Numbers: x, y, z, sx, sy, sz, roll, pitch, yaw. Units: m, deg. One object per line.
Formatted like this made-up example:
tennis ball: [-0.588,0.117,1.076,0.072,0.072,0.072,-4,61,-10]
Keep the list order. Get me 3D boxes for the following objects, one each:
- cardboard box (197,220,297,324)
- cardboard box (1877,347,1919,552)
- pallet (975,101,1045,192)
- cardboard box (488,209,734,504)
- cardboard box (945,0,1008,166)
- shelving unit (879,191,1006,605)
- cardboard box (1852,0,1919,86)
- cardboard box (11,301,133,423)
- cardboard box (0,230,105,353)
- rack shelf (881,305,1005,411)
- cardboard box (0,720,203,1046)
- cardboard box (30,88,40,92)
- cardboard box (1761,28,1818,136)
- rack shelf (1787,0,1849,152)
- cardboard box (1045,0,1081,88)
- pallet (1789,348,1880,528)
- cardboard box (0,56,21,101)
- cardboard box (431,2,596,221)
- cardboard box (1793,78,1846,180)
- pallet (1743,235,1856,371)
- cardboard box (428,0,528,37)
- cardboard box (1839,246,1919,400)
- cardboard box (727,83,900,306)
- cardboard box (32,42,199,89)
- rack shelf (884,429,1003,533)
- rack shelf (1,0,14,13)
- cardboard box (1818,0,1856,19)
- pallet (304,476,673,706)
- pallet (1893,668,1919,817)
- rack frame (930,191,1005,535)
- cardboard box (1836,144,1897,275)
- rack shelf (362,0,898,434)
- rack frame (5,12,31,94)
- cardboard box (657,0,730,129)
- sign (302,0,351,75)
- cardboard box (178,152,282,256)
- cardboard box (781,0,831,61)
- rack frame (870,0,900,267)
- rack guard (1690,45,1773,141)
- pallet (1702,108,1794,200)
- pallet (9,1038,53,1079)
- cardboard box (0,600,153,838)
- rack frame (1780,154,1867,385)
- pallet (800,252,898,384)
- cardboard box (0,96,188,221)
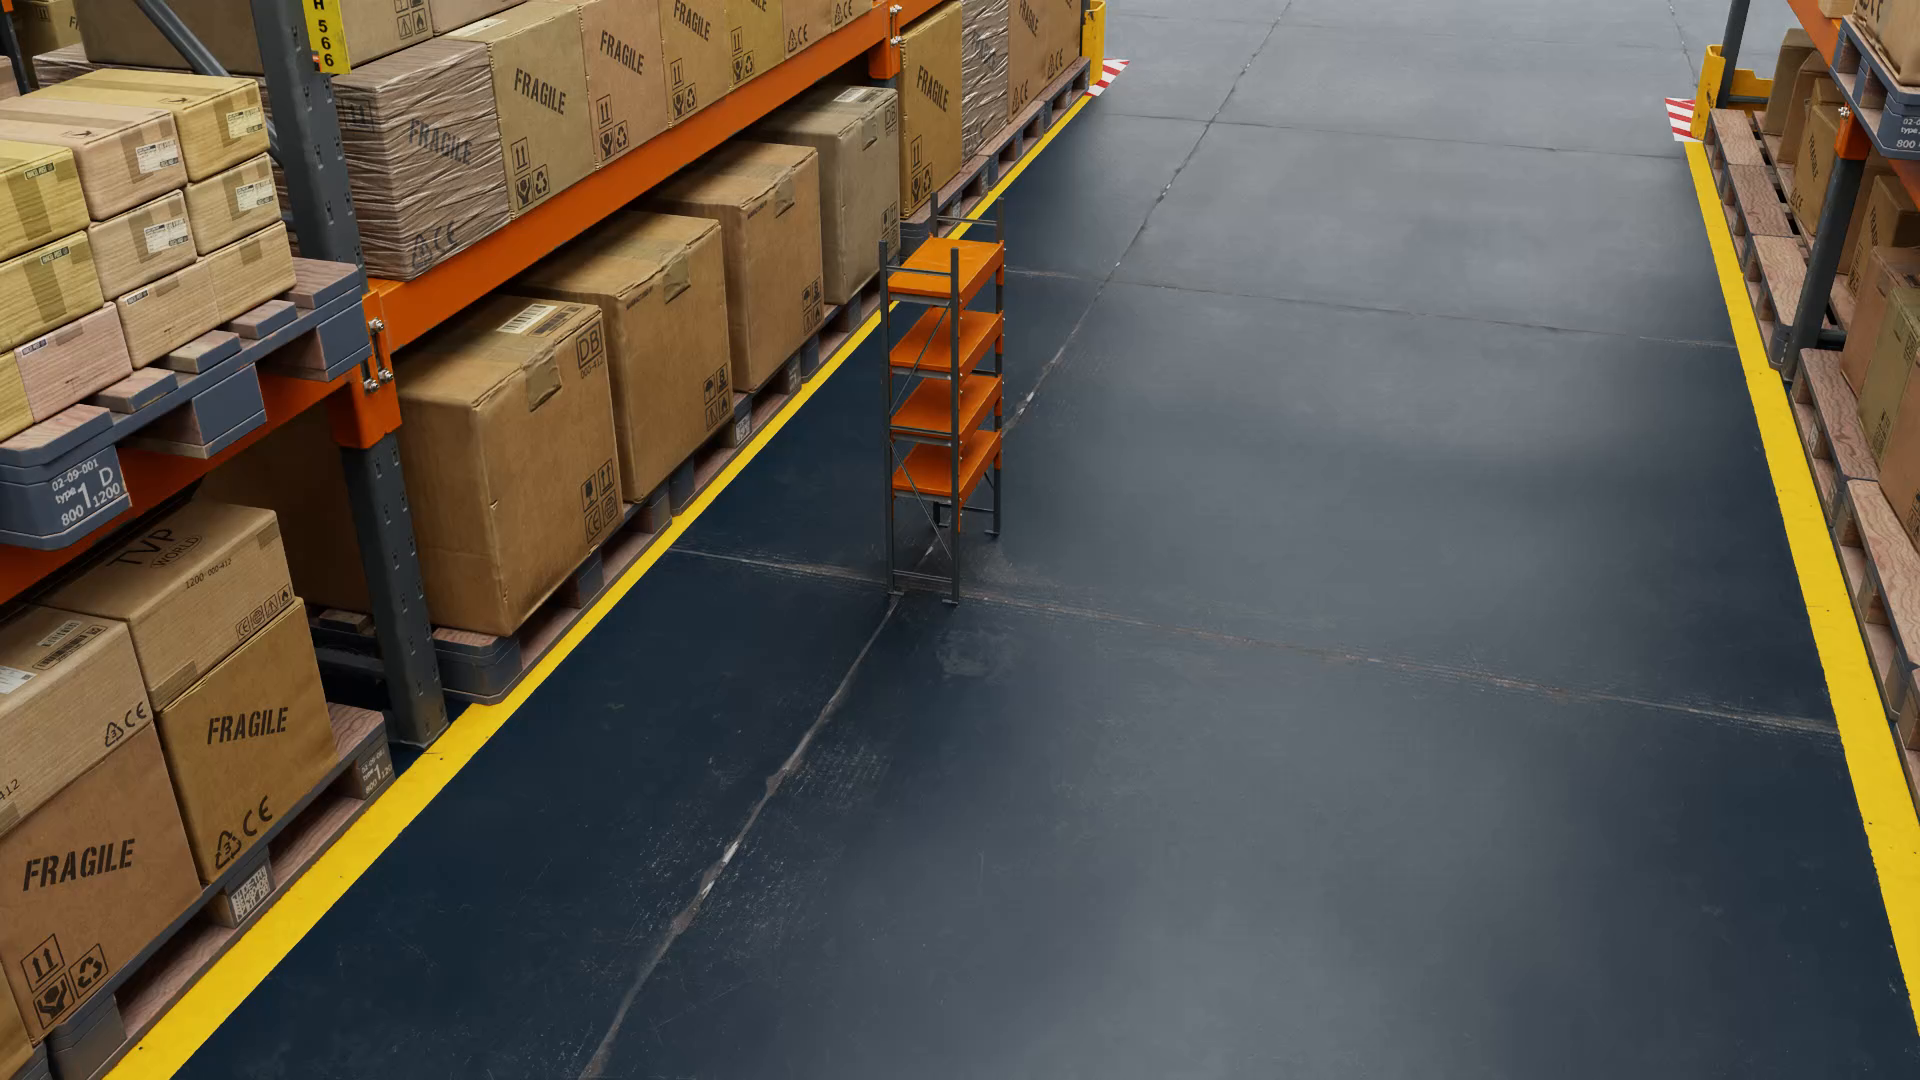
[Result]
cardboard box: [-1.668,-0.594,3.559,0.380,0.149,0.250,9,30,16]
cardboard box: [3.401,-0.258,5.247,0.700,0.500,0.500,6,30,11]
pallet: [-0.134,-2.367,9.787,1.003,0.211,1.213,8,30,15]
cardboard box: [-1.444,-0.693,5.792,1.050,0.750,0.750,9,30,16]
cardboard box: [-0.276,-2.631,9.148,0.875,0.875,0.875,9,30,15]
shelving unit: [-0.049,-0.447,5.320,0.258,1.200,0.503,8,30,15]
cardboard box: [3.557,-2.016,5.239,1.000,1.000,1.000,9,30,15]
cardboard box: [-1.817,-0.360,3.137,0.380,0.149,0.250,9,30,16]
cardboard box: [-1.824,-0.478,3.043,0.380,0.149,0.250,9,30,16]
rack shelf: [-0.049,-0.584,5.244,0.258,0.148,0.480,8,30,15]
cardboard box: [-2.062,0.677,3.586,0.500,0.500,0.500,10,31,17]
cardboard box: [-5.119,-2.551,9.647,0.500,0.250,0.500,7,30,13]
cardboard box: [4.898,-2.582,9.445,0.500,0.500,0.500,14,32,24]
rack shelf: [4.511,-2.535,7.961,1.077,0.370,4.000,8,30,15]
cardboard box: [0.250,-3.464,10.644,0.875,0.875,0.875,9,30,15]
pallet: [3.696,-0.339,6.142,1.003,0.211,1.213,8,30,15]
cardboard box: [-2.285,-0.960,3.605,0.380,0.149,0.250,9,30,15]
cardboard box: [-1.426,-1.266,4.837,0.500,0.500,0.500,8,30,14]
cardboard box: [4.554,-2.011,8.419,0.500,0.500,0.500,11,31,20]
pallet: [4.087,-1.018,7.363,1.003,0.211,1.213,8,30,15]
cardboard box: [-1.674,-1.738,4.658,0.700,0.500,0.500,8,30,14]
cardboard box: [3.723,-0.737,6.108,0.700,0.500,0.500,6,30,11]
cardboard box: [-0.884,-1.573,7.375,1.050,0.750,0.750,8,30,15]
cardboard box: [-2.087,-1.107,4.551,0.500,0.500,0.500,8,30,15]
rack shelf: [-0.049,-0.215,5.449,0.258,0.148,0.480,8,30,15]
rack shelf: [-4.963,-3.949,10.503,1.077,0.370,4.000,8,30,15]
cardboard box: [3.886,-2.306,7.068,0.380,0.149,0.250,8,30,15]
pallet: [-1.659,0.048,5.447,1.003,0.211,1.213,8,30,15]
pallet: [2.980,0.795,4.104,1.003,0.211,1.213,8,30,15]
rack frame: [0.023,-0.561,5.524,0.240,1.200,0.015,8,30,15]
cardboard box: [4.240,-1.458,7.425,0.500,0.500,0.500,19,34,30]
rack shelf: [-1.375,-1.430,5.976,1.077,0.370,4.000,8,30,15]
rack frame: [-5.550,-3.334,8.657,1.000,3.000,0.127,8,30,15]
cardboard box: [-1.129,-1.731,5.674,0.500,0.500,0.500,8,30,14]
sign: [-1.441,-1.214,3.737,0.100,0.325,0.005,8,30,15]
cardboard box: [-1.672,-0.725,3.487,0.380,0.149,0.250,9,30,16]
cardboard box: [-0.834,-2.203,6.521,0.500,0.500,0.500,8,30,14]
rack frame: [-0.788,-2.674,7.472,1.000,3.000,0.127,8,30,15]
rack guard: [5.075,-2.651,10.001,1.175,0.500,0.348,8,30,15]
pallet: [4.803,-2.152,9.401,1.003,0.211,1.213,8,30,15]
pallet: [-2.553,1.331,3.140,1.003,0.211,1.213,8,30,15]
cardboard box: [-2.050,0.357,3.390,0.500,0.250,0.500,9,30,16]
rack frame: [3.924,-1.920,6.115,1.000,3.000,0.127,8,30,15]
pallet: [-0.943,-1.086,7.486,1.003,0.211,1.213,8,30,15]
cardboard box: [-1.744,-0.740,3.208,0.380,0.149,0.250,8,30,14]
